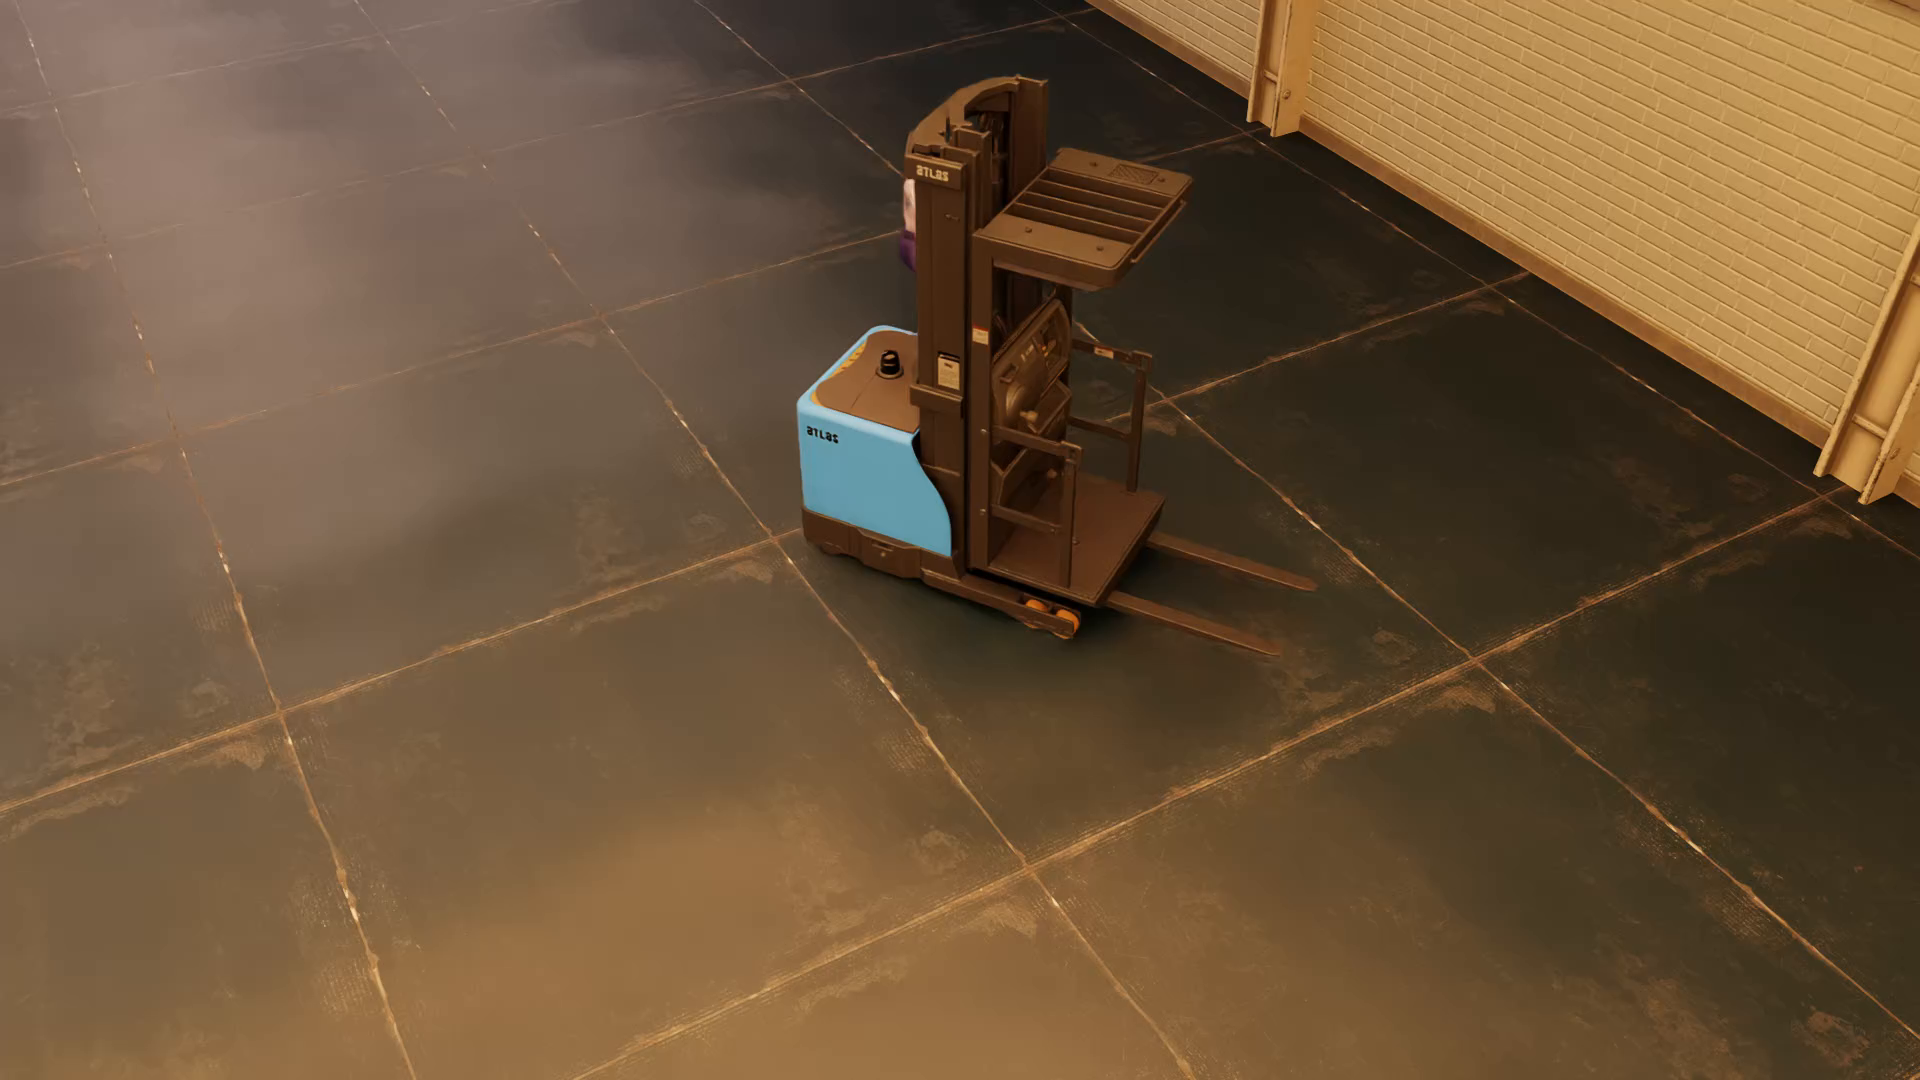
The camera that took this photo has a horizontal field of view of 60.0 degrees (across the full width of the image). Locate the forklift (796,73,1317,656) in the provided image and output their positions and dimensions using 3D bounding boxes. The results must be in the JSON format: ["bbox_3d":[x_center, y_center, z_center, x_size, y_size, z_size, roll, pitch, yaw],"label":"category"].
[{"bbox_3d":[0.581,-0.946,9.177,3.031,2.935,1.130,18,43,21],"label":"forklift"}]

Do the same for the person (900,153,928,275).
[{"bbox_3d":[-0.087,-2.188,11.849,0.630,1.431,1.225,10,41,12],"label":"person"}]
